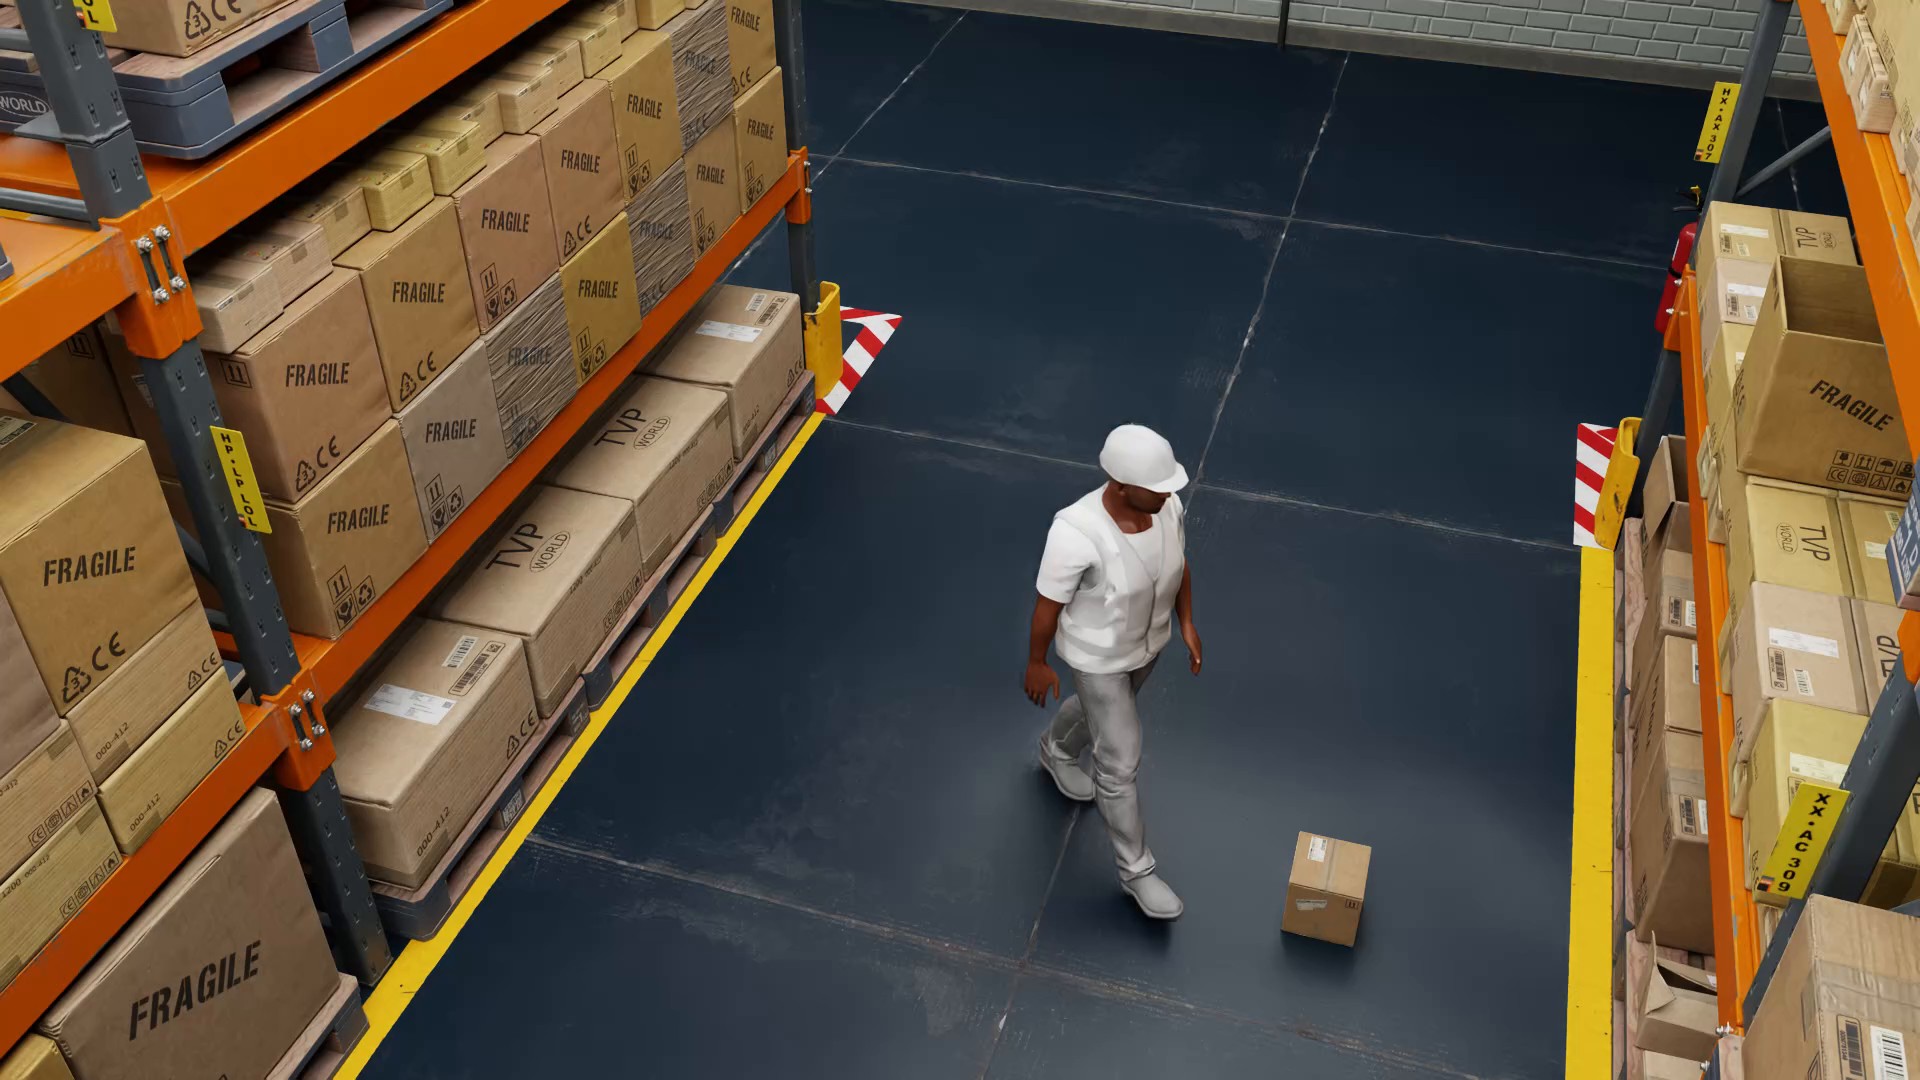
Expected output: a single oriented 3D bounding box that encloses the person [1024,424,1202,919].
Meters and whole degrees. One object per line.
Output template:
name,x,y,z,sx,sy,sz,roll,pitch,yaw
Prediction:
person,0.585,0.379,5.611,0.613,1.726,0.937,-30,46,-34
